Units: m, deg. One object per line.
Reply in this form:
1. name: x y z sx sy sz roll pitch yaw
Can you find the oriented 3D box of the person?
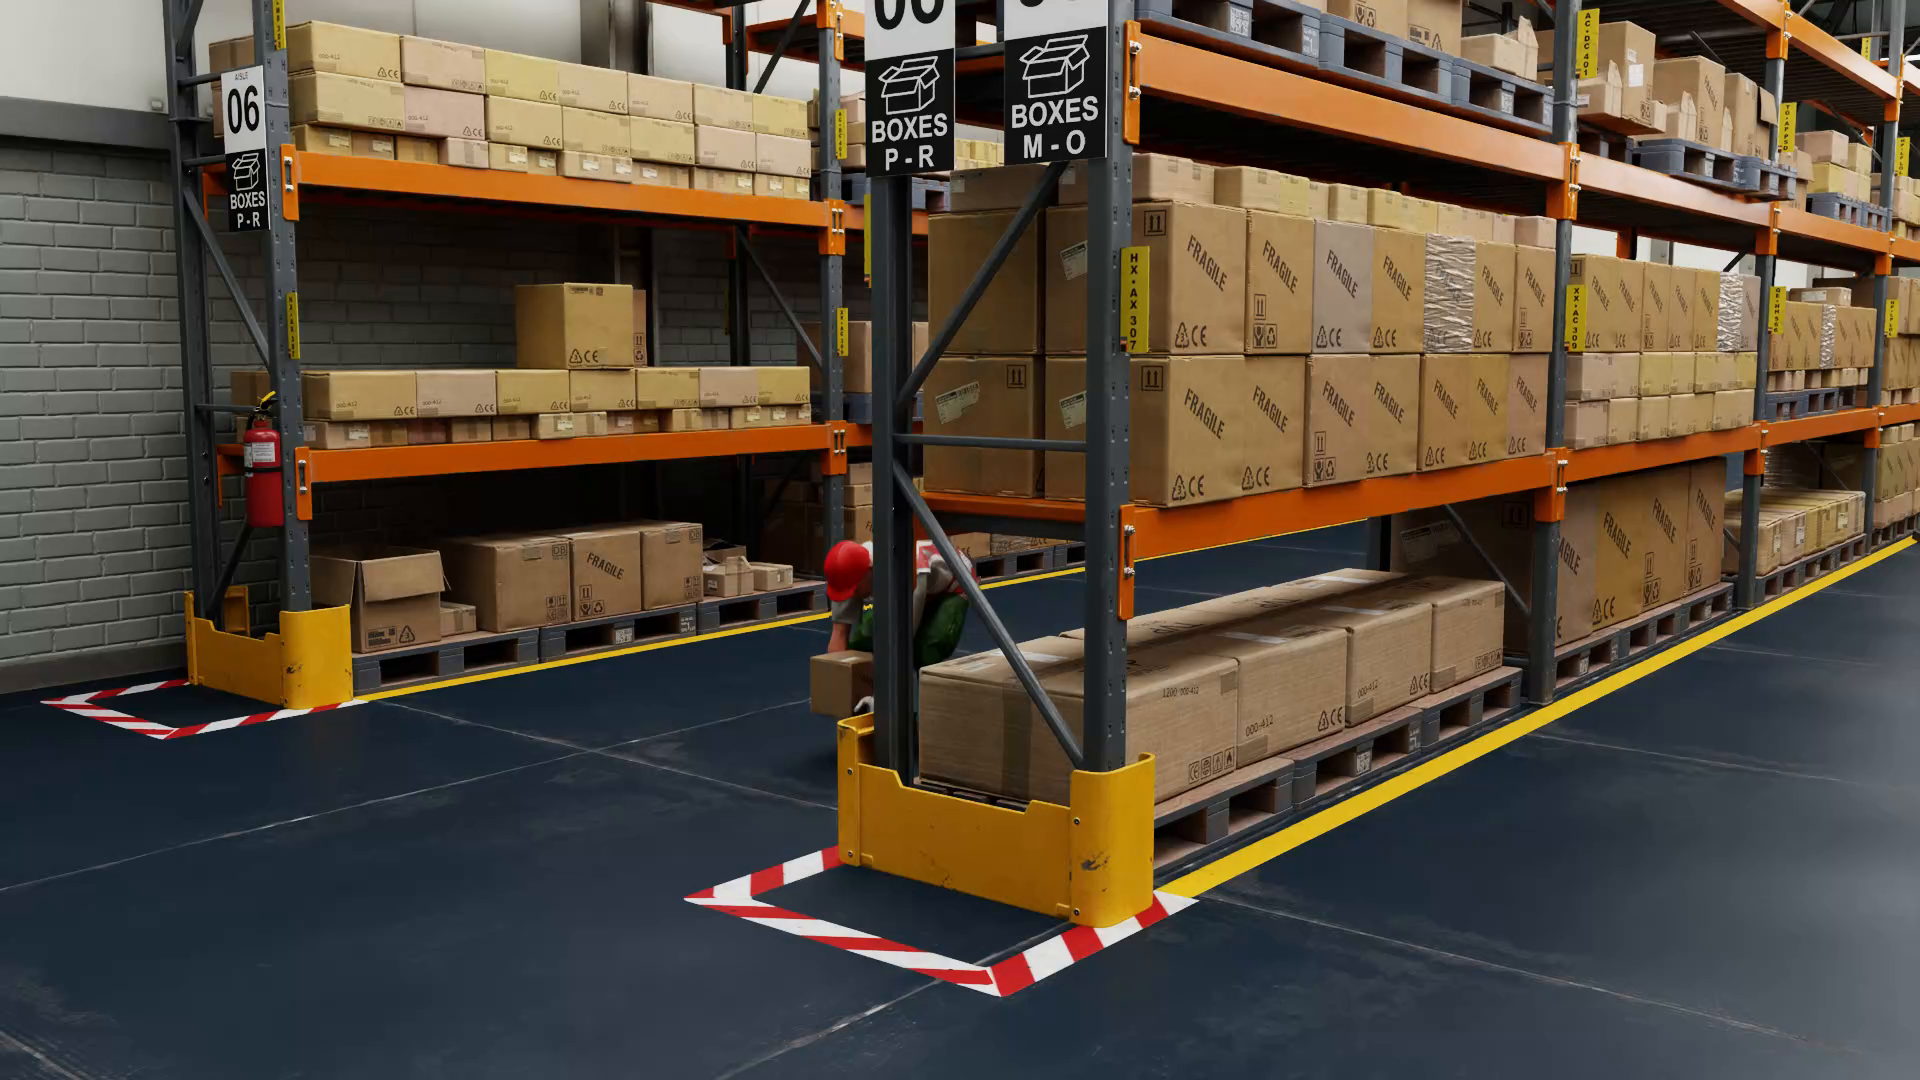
1. person: -0.286 0.460 7.624 0.530 0.990 0.953 5 8 36
